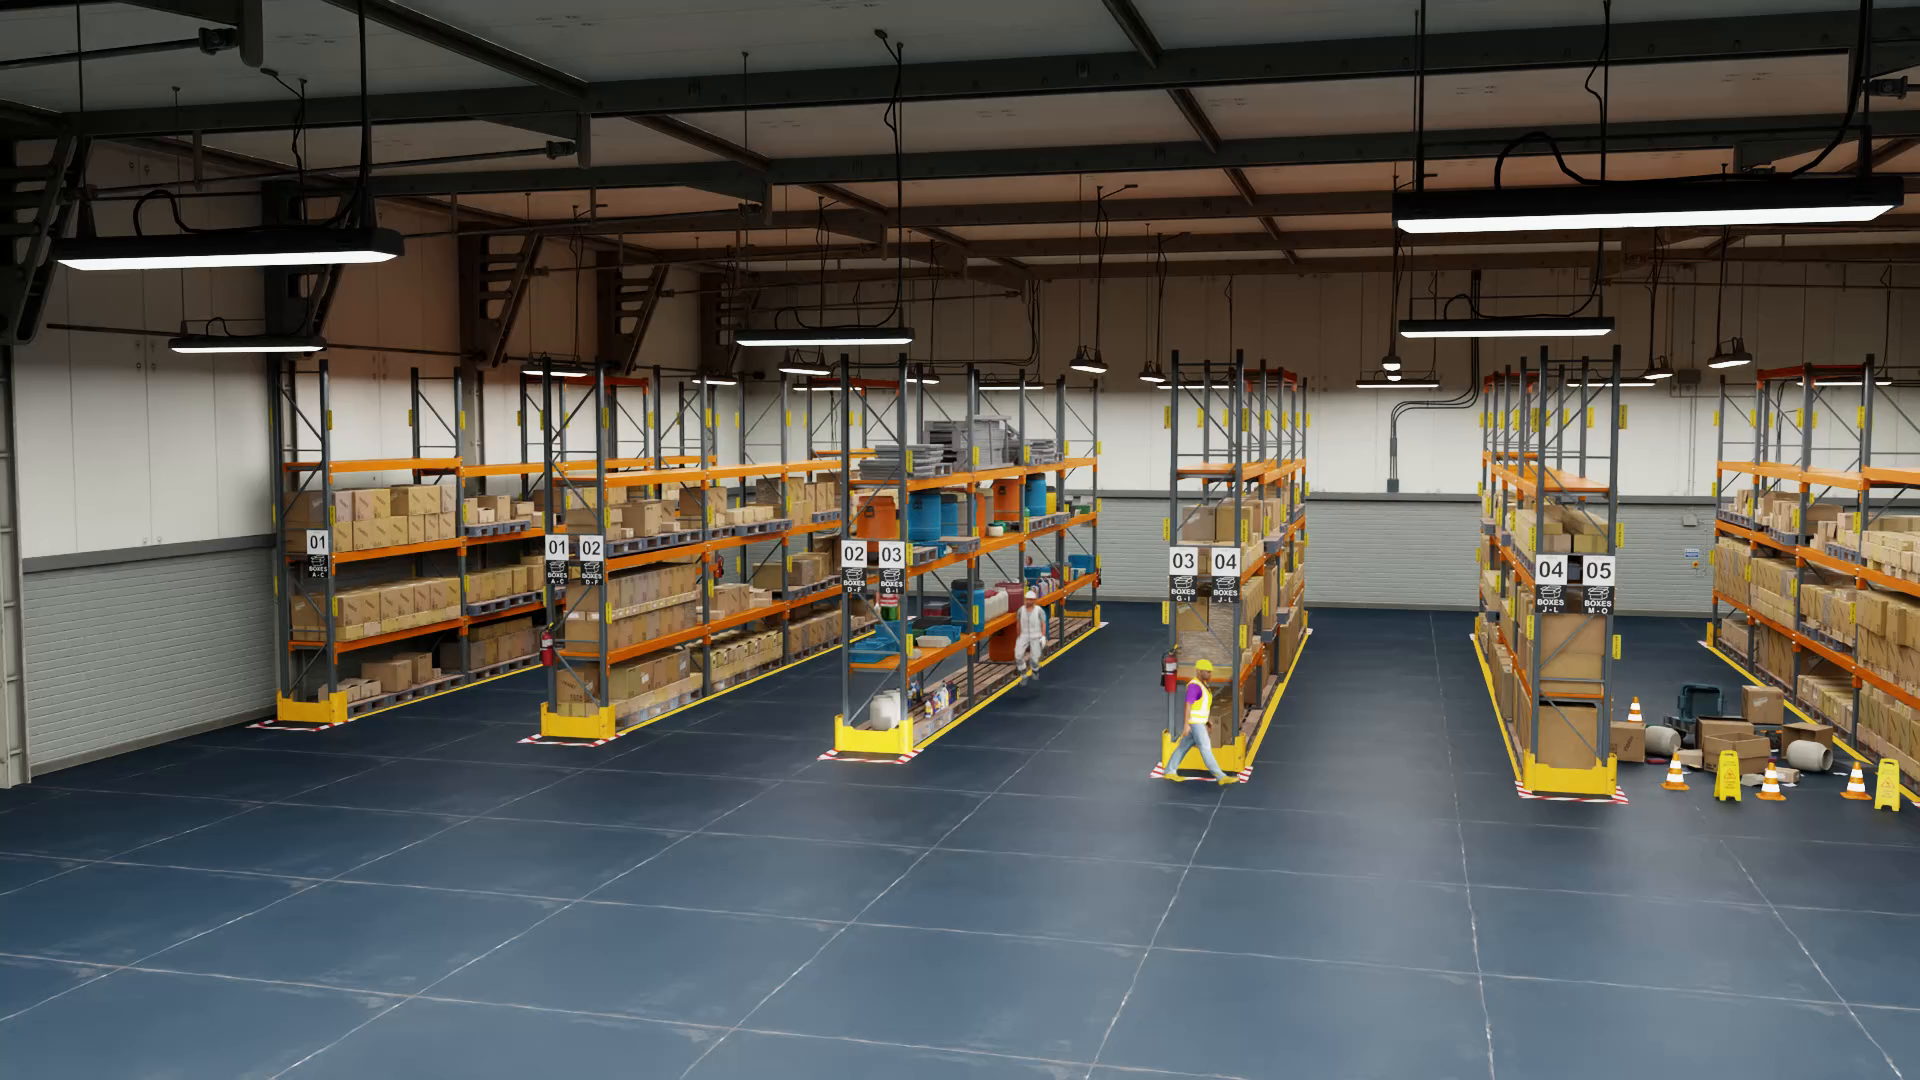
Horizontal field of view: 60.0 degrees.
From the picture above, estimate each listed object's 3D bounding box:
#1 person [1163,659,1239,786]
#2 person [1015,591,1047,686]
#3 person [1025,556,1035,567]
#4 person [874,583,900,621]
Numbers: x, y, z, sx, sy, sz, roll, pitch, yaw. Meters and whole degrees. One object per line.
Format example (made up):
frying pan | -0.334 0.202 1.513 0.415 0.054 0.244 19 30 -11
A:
person | 3.315 2.483 22.804 1.057 1.701 0.596 1 4 12
person | 1.286 1.768 30.055 0.590 1.709 0.578 1 4 15
person | 1.744 1.166 42.307 0.430 1.540 0.972 1 4 16
person | -1.603 1.457 36.880 0.554 1.725 1.072 1 4 15
